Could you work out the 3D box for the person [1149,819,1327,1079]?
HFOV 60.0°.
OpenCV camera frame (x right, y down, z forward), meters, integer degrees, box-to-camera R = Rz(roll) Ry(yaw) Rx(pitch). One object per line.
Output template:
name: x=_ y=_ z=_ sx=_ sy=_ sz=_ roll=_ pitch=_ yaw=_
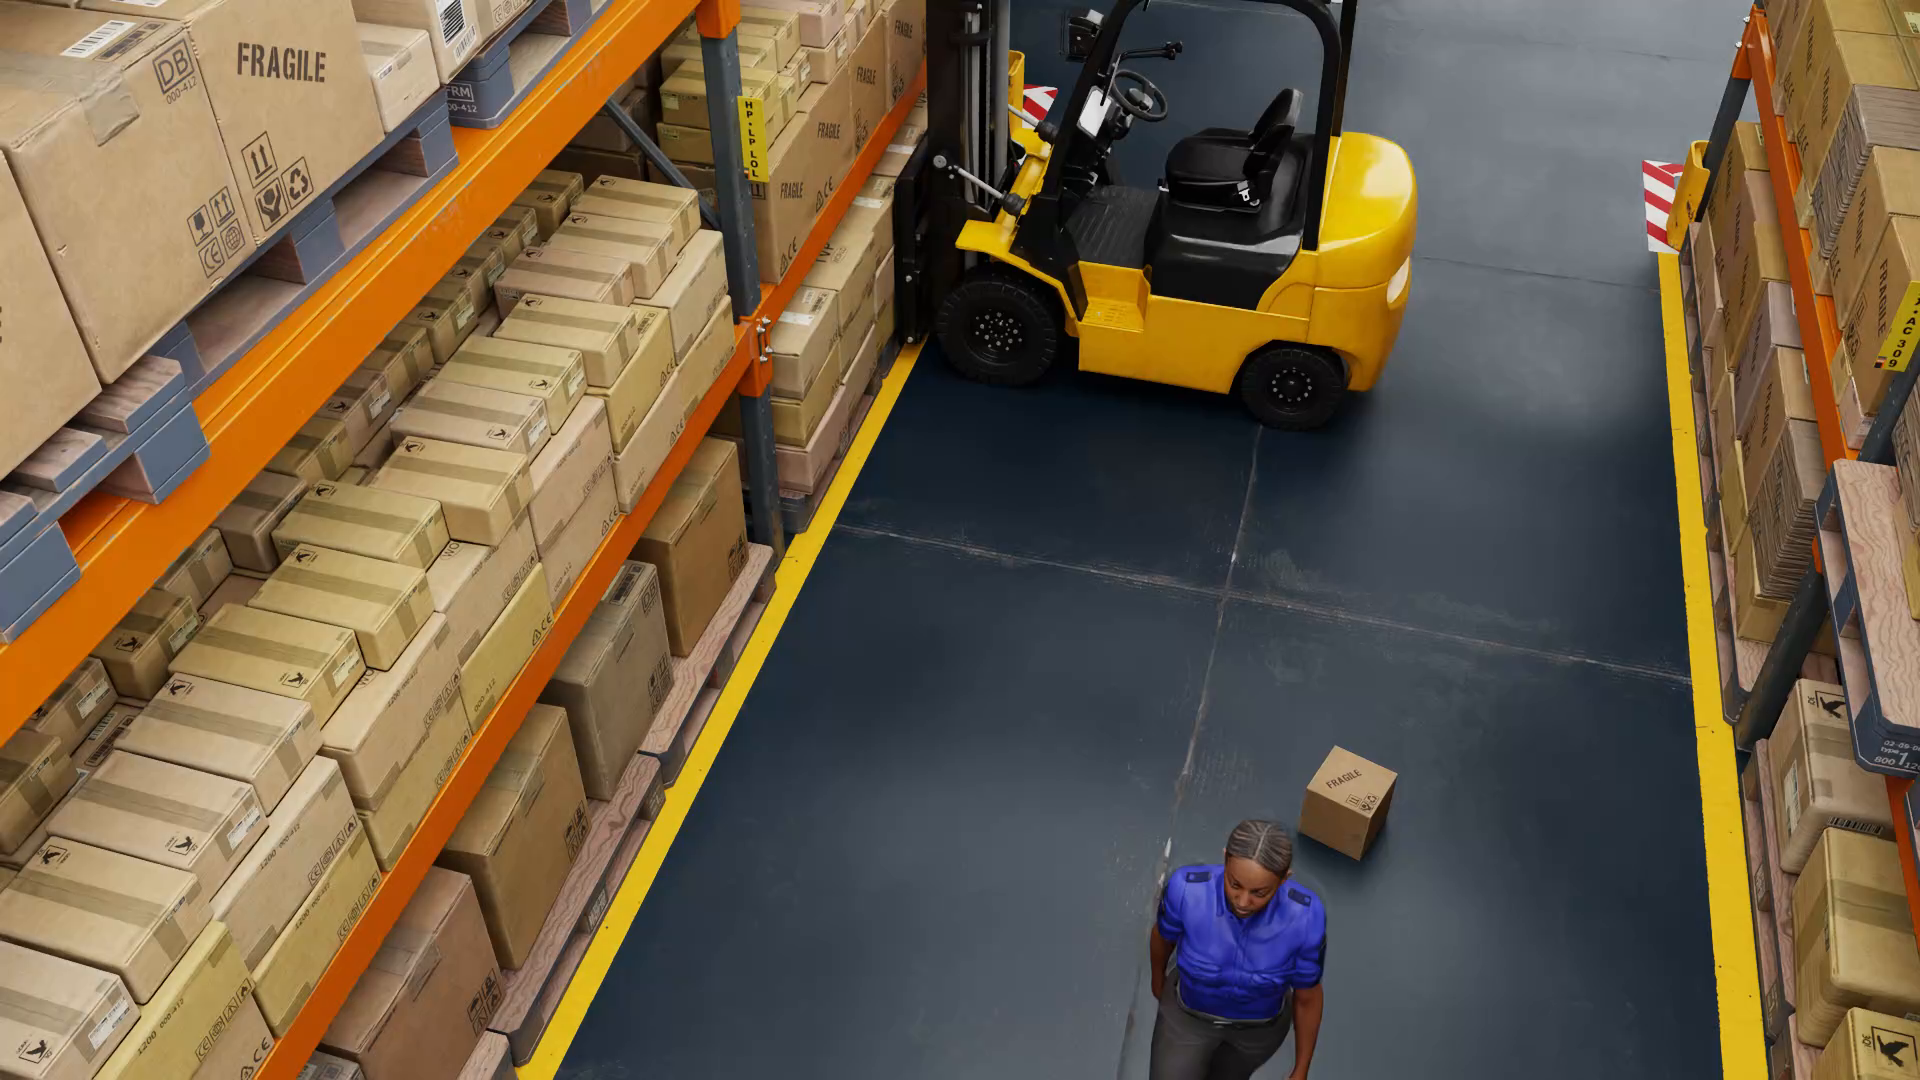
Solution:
person: x=0.740 y=1.370 z=4.640 sx=0.465 sy=1.730 sz=0.655 roll=5 pitch=42 yaw=6
